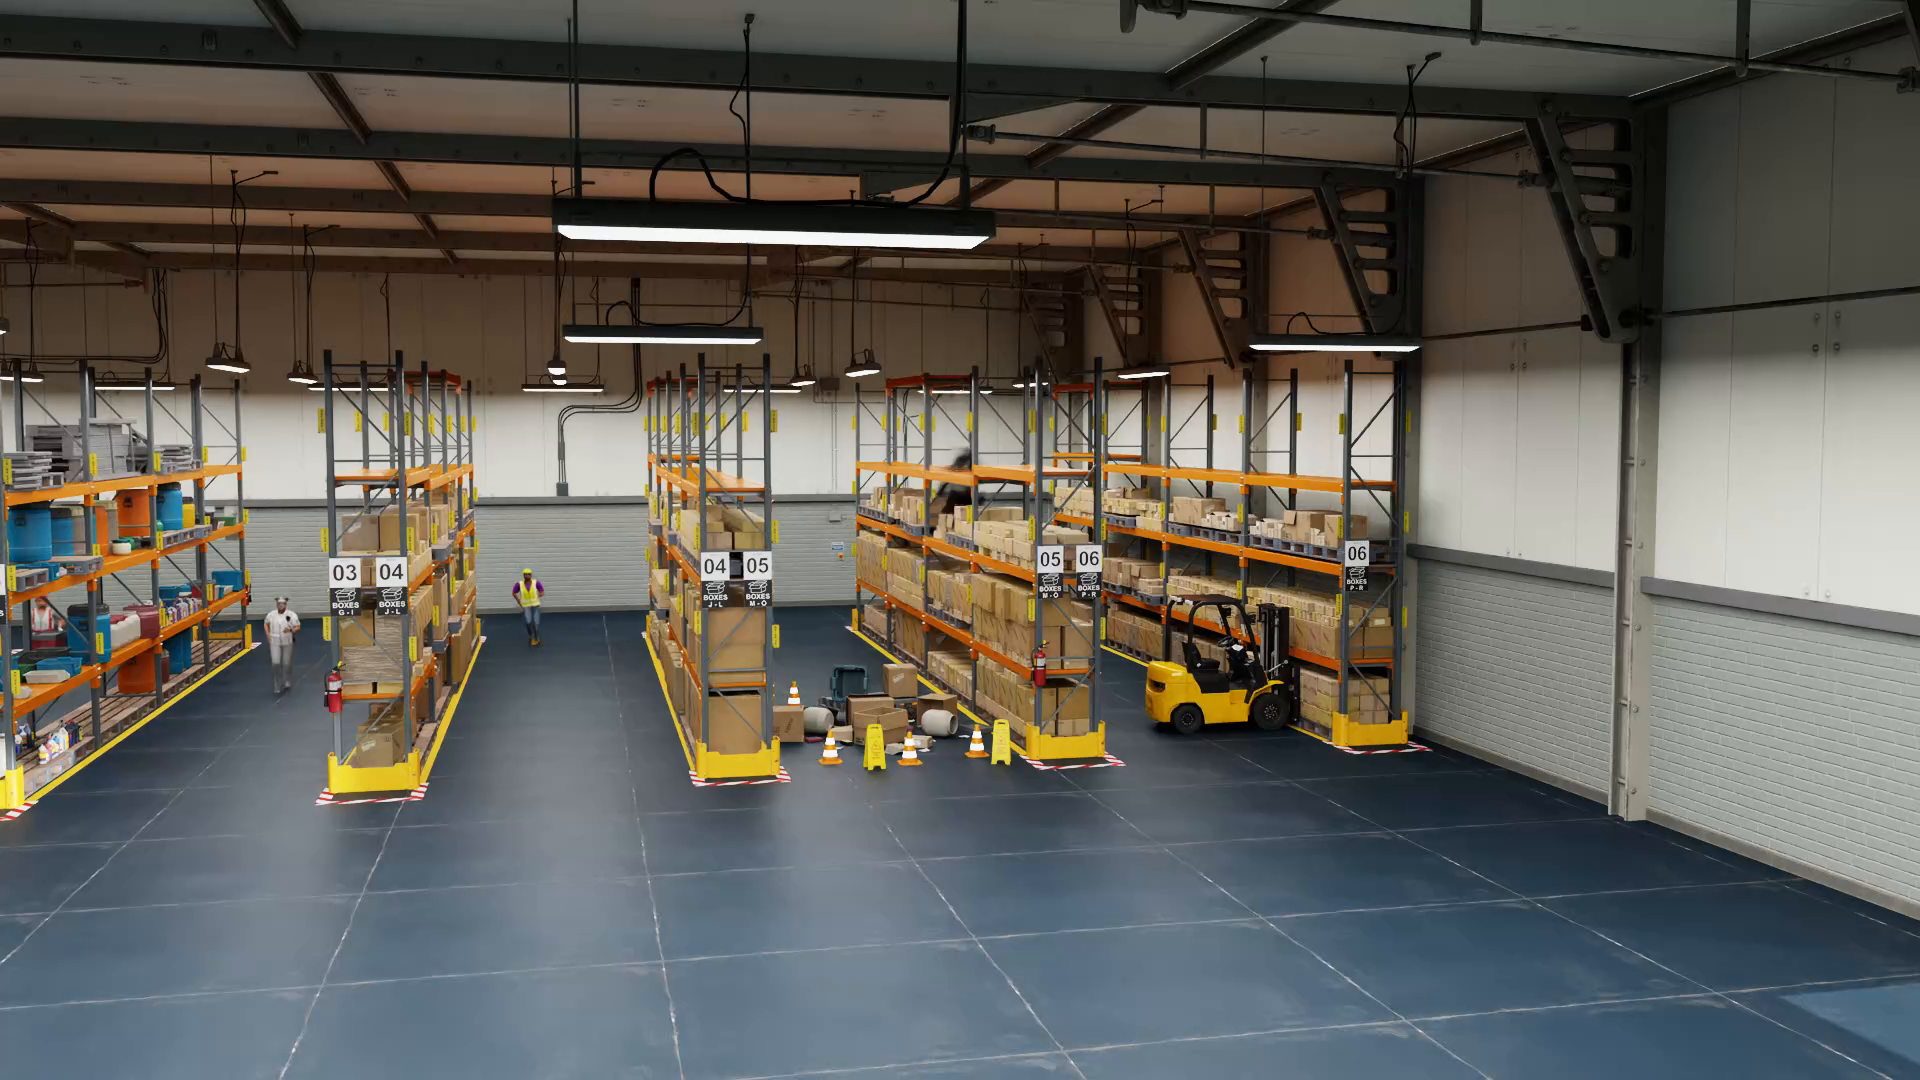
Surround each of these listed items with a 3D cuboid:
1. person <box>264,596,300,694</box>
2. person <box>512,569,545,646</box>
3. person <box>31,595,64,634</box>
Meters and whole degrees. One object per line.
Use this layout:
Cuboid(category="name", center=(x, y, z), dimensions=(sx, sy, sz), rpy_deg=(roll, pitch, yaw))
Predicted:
Cuboid(category="person", center=(-12.707, 1.965, 31.180), dimensions=(0.648, 1.855, 0.719), rpy_deg=(-1, 4, -18))
Cuboid(category="person", center=(-9.726, 1.530, 37.567), dimensions=(0.699, 1.773, 0.687), rpy_deg=(-2, 4, -21))
Cuboid(category="person", center=(-17.238, 1.915, 31.283), dimensions=(0.653, 1.835, 0.862), rpy_deg=(-1, 4, -16))
